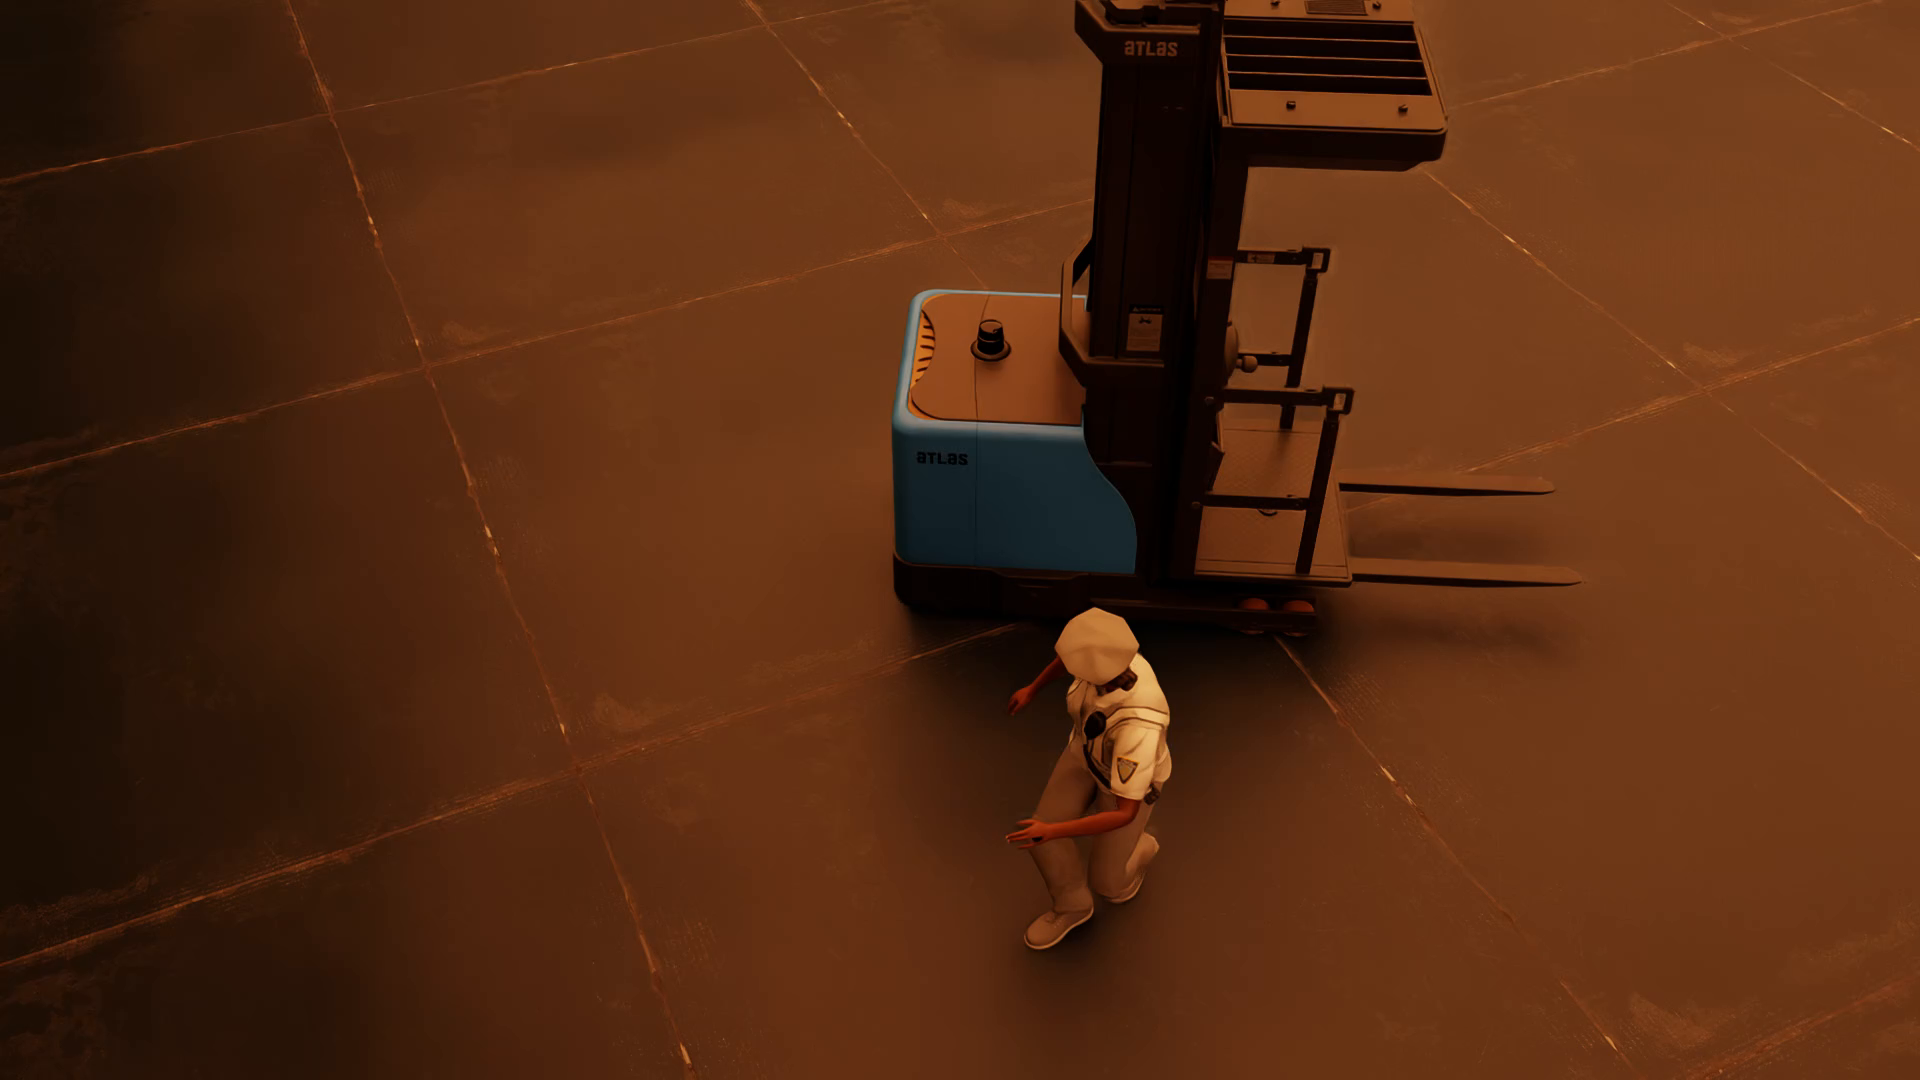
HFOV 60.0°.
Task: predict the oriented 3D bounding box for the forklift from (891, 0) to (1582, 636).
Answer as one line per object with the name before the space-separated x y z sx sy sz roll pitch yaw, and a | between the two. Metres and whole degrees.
forklift | 1.244 -1.022 6.776 3.031 2.935 1.130 3 43 3

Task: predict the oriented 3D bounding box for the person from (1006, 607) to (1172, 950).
person | 0.383 0.823 5.816 0.793 1.552 0.792 -25 49 -24
